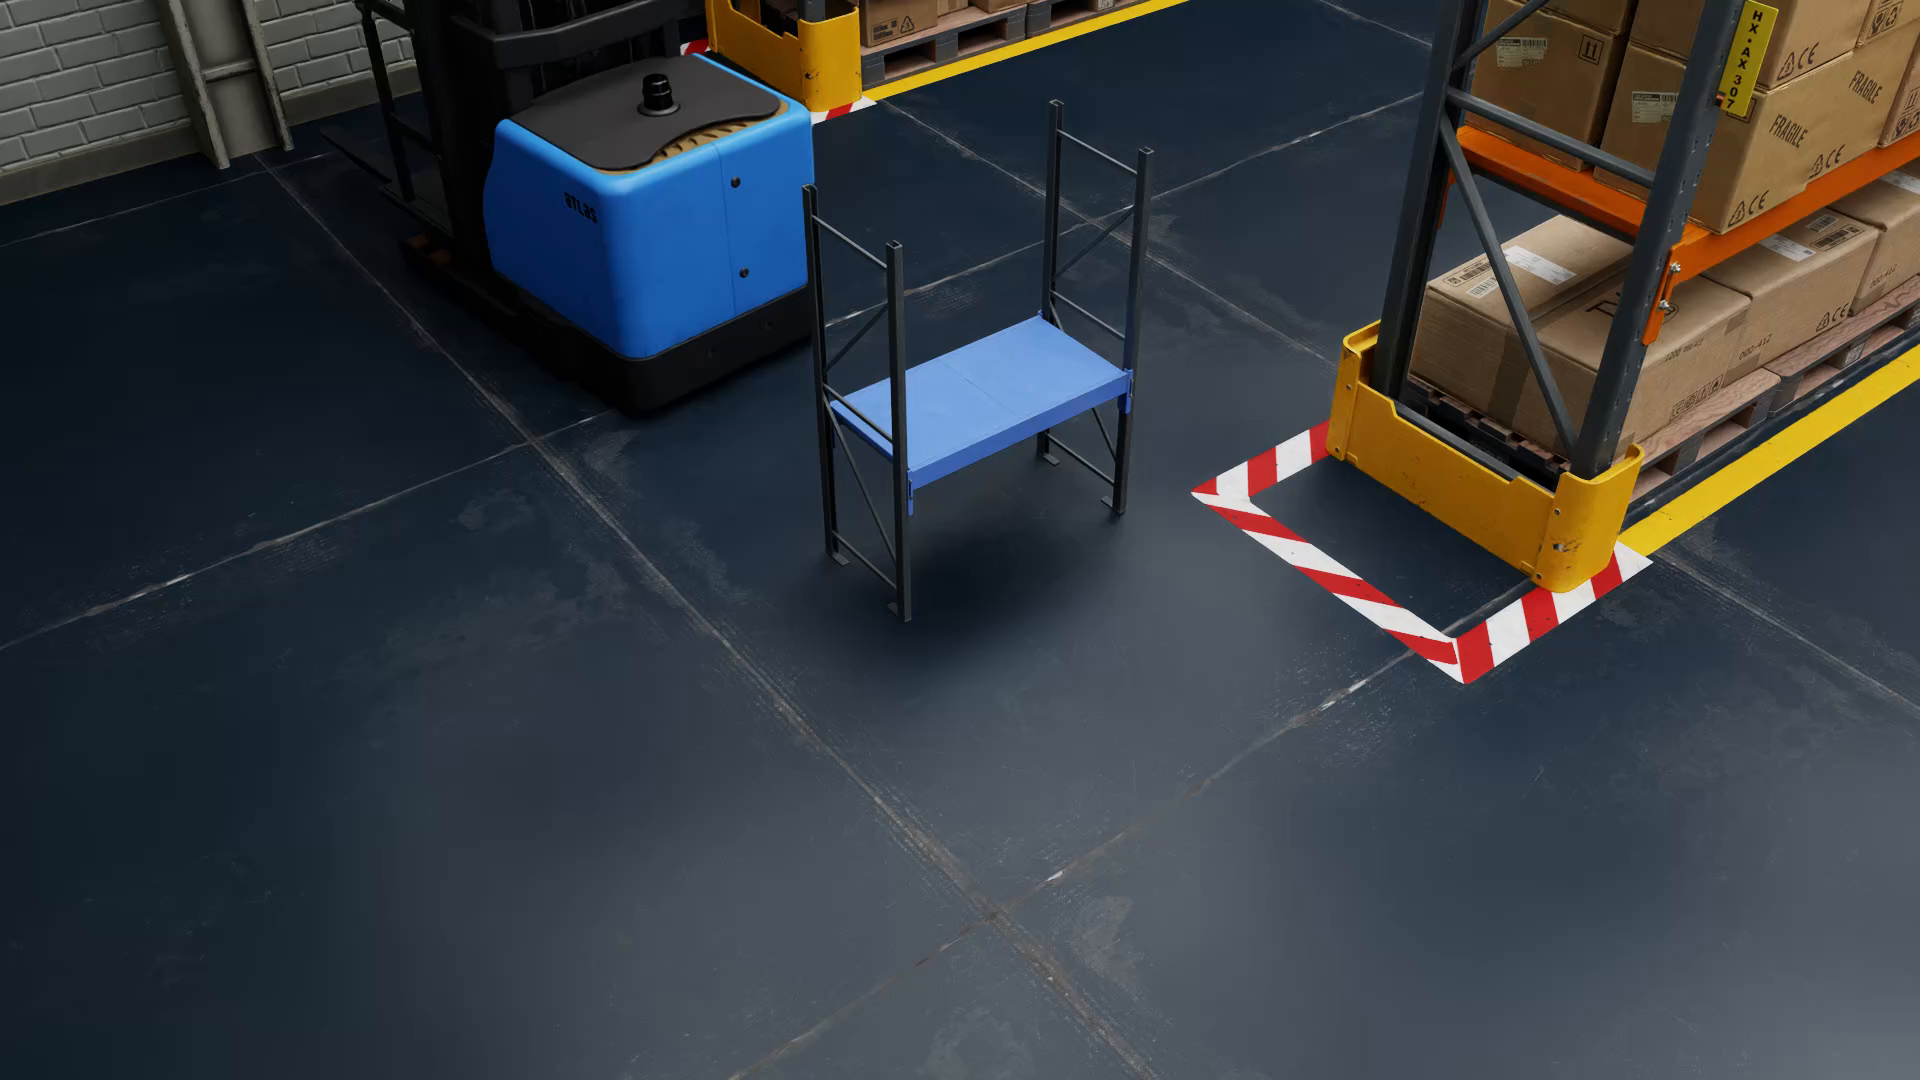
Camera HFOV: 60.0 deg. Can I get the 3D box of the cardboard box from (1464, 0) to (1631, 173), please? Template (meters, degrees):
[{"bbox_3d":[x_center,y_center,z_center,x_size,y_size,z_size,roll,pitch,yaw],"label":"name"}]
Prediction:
[{"bbox_3d":[2.179,-1.677,5.851,0.500,0.500,0.500,-26,46,-28],"label":"cardboard box"}]

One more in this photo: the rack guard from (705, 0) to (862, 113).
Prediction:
[{"bbox_3d":[-1.010,-2.877,9.363,0.348,0.500,1.175,-26,46,-28],"label":"rack guard"}]

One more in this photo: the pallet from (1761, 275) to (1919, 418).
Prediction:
[{"bbox_3d":[3.510,-1.058,7.374,1.213,0.211,1.003,-26,46,-28],"label":"pallet"}]

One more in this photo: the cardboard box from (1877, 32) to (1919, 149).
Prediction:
[{"bbox_3d":[3.311,-1.796,5.995,0.500,0.500,0.500,-26,46,-28],"label":"cardboard box"}]

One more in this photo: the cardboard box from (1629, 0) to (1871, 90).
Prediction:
[{"bbox_3d":[2.511,-1.787,5.196,0.500,0.500,0.500,-27,46,-29],"label":"cardboard box"}]

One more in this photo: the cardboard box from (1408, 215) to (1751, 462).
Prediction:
[{"bbox_3d":[2.420,-0.796,6.545,0.875,0.438,0.875,-28,47,-29],"label":"cardboard box"}]

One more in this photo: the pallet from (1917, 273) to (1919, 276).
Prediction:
[{"bbox_3d":[4.478,-1.532,7.952,1.213,0.211,1.003,-26,46,-28],"label":"pallet"}]

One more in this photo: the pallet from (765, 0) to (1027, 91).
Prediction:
[{"bbox_3d":[-0.378,-3.074,9.830,1.213,0.211,1.003,-26,46,-28],"label":"pallet"}]

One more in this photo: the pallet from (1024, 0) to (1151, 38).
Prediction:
[{"bbox_3d":[0.588,-3.542,10.402,1.213,0.211,1.003,-26,46,-28],"label":"pallet"}]

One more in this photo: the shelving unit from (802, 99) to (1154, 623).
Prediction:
[{"bbox_3d":[0.068,-0.613,5.815,1.048,1.500,0.538,-26,46,-28],"label":"shelving unit"}]

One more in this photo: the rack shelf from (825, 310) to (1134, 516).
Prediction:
[{"bbox_3d":[0.068,-0.474,5.929,1.000,0.185,0.538,-26,46,-28],"label":"rack shelf"}]

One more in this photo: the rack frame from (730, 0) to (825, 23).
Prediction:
[{"bbox_3d":[-1.070,-3.814,8.534,0.127,3.000,1.000,-26,46,-28],"label":"rack frame"}]

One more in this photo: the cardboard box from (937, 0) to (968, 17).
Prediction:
[{"bbox_3d":[-0.167,-3.207,9.711,0.250,0.149,0.380,-28,47,-30],"label":"cardboard box"}]

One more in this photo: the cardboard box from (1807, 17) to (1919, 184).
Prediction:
[{"bbox_3d":[2.897,-1.608,5.767,0.500,0.500,0.500,-27,46,-29],"label":"cardboard box"}]

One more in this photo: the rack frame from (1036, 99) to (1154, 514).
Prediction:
[{"bbox_3d":[0.471,-0.809,6.054,0.032,1.500,0.500,-26,46,-28],"label":"rack frame"}]

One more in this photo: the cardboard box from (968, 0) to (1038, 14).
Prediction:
[{"bbox_3d":[0.174,-3.509,9.803,0.500,0.500,0.700,-24,45,-26],"label":"cardboard box"}]

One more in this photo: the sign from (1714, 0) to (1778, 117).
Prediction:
[{"bbox_3d":[2.291,-1.403,4.850,0.005,0.325,0.100,-26,46,-28],"label":"sign"}]

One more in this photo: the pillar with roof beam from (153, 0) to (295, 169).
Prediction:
[{"bbox_3d":[-1.134,-3.380,3.275,0.400,9.000,9.100,-26,46,-28],"label":"pillar with roof beam"}]

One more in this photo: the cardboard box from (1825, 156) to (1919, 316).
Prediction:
[{"bbox_3d":[3.856,-1.502,7.405,0.875,0.438,0.875,-27,47,-29],"label":"cardboard box"}]

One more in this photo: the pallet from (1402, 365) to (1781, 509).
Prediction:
[{"bbox_3d":[2.544,-0.589,6.802,1.213,0.211,1.003,-26,46,-28],"label":"pallet"}]

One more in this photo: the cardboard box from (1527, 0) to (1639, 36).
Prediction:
[{"bbox_3d":[2.194,-2.050,5.517,0.500,0.500,0.500,-24,45,-27],"label":"cardboard box"}]

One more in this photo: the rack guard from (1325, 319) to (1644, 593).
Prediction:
[{"bbox_3d":[1.938,-0.343,6.274,0.348,0.500,1.175,-26,46,-28],"label":"rack guard"}]

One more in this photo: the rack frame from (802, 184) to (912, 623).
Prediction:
[{"bbox_3d":[-0.335,-0.416,5.575,0.032,1.500,0.500,-26,46,-28],"label":"rack frame"}]

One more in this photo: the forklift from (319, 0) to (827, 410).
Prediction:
[{"bbox_3d":[-1.968,-2.503,6.991,1.130,2.935,3.031,-31,49,-32],"label":"forklift"}]

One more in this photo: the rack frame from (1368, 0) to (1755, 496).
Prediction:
[{"bbox_3d":[1.957,-1.319,5.493,0.127,3.000,1.000,-26,46,-28],"label":"rack frame"}]

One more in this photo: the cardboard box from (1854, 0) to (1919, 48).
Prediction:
[{"bbox_3d":[2.917,-1.990,5.443,0.500,0.500,0.500,-27,47,-29],"label":"cardboard box"}]

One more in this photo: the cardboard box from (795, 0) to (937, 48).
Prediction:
[{"bbox_3d":[-0.528,-3.200,9.423,0.637,0.503,0.797,-28,47,-30],"label":"cardboard box"}]

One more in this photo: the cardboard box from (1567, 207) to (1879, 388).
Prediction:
[{"bbox_3d":[3.140,-1.154,6.981,0.875,0.438,0.875,-25,45,-27],"label":"cardboard box"}]

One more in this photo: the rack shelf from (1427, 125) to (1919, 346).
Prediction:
[{"bbox_3d":[3.543,-1.814,6.663,4.000,0.370,1.077,-26,46,-28],"label":"rack shelf"}]

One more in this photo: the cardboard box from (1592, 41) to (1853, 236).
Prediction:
[{"bbox_3d":[2.513,-1.399,5.511,0.500,0.500,0.500,-26,46,-28],"label":"cardboard box"}]
